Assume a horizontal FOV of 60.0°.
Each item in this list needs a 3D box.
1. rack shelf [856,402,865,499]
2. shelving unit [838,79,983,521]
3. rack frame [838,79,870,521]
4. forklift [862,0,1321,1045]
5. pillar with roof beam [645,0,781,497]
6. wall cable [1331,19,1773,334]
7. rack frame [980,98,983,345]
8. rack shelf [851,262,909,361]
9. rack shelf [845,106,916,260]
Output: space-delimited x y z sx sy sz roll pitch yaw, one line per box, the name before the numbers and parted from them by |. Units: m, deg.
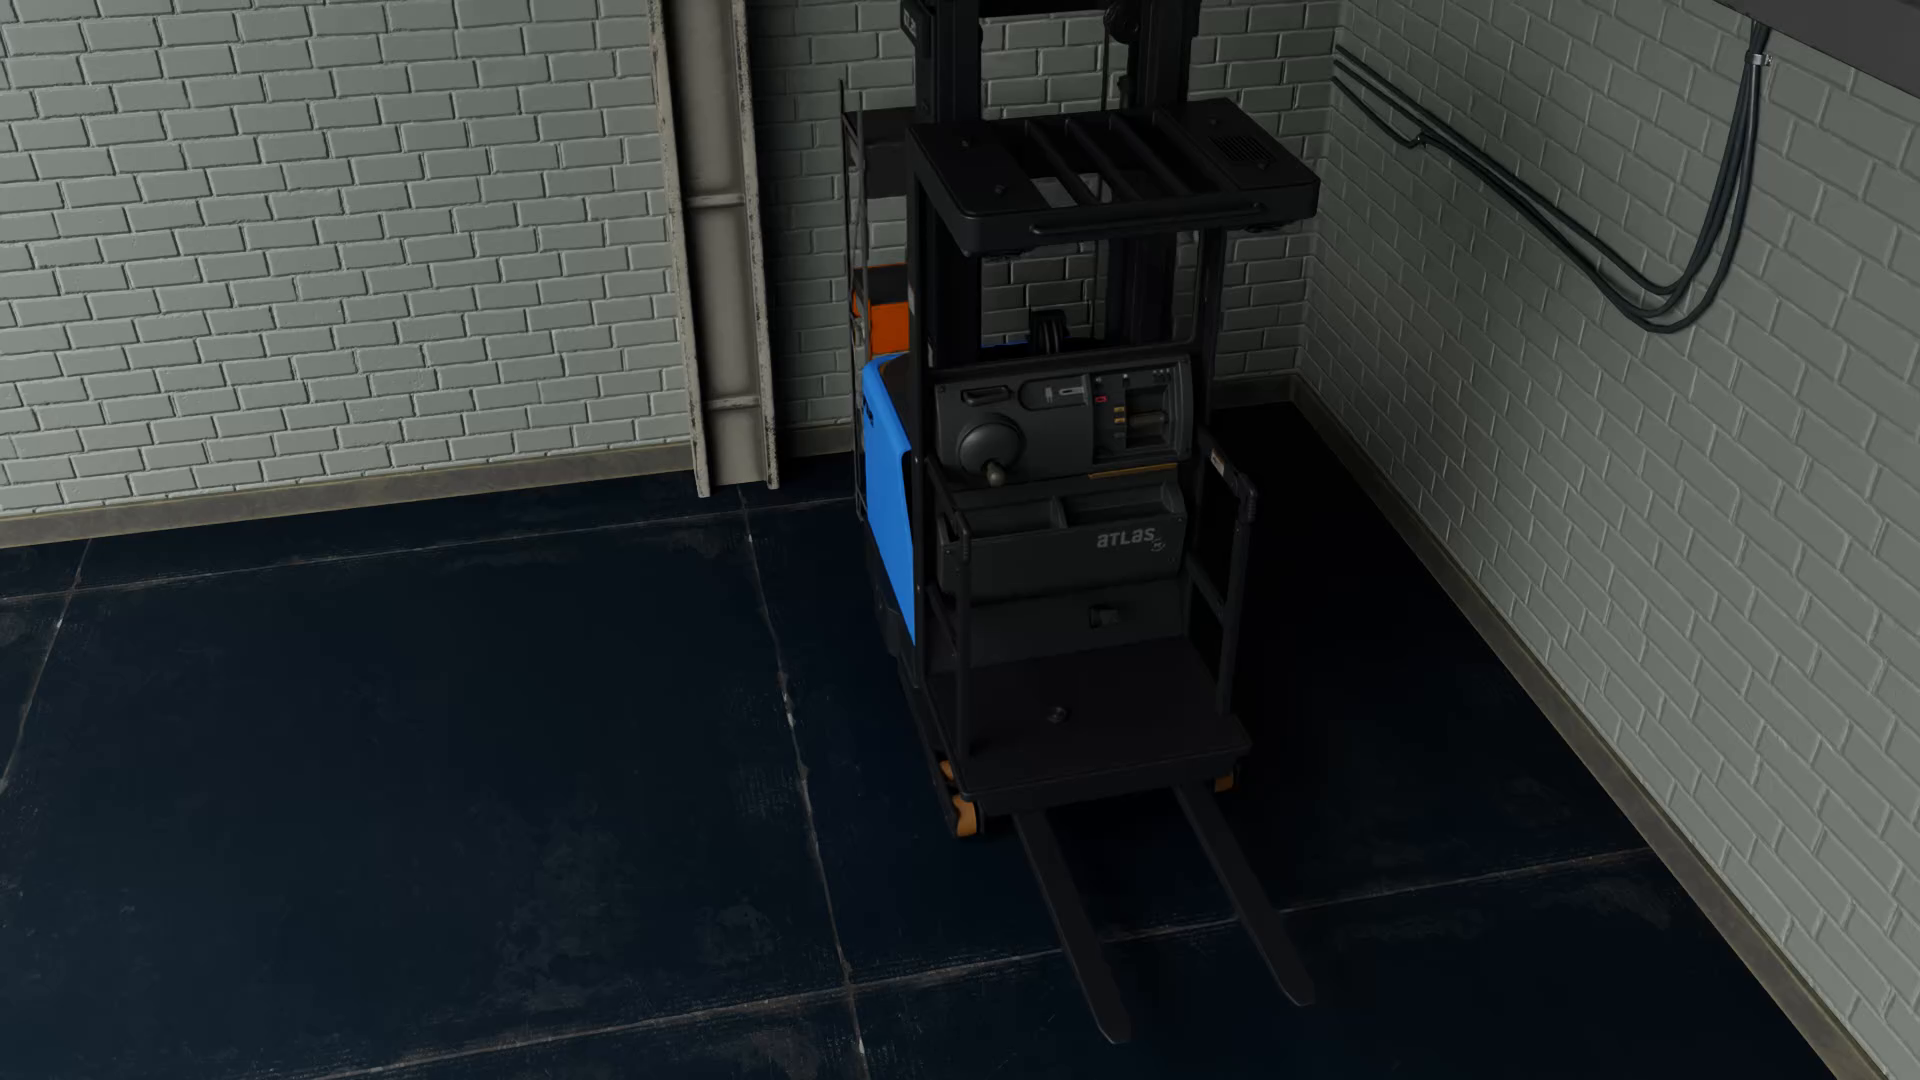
rack shelf | -0.202 -0.343 7.658 0.480 0.518 0.431 -8 35 -12
shelving unit | -0.202 -0.936 7.260 0.503 2.100 0.431 -8 35 -12
rack frame | -0.438 -0.901 7.209 0.015 2.100 0.400 -8 35 -12
forklift | 0.426 -0.361 5.657 1.130 2.935 3.031 -8 35 -12
pillar with roof beam | -0.155 -1.710 2.223 0.400 9.000 9.100 -7 35 -11
wall cable | 2.061 -2.404 6.043 0.112 2.526 3.097 -7 35 -11
rack frame | 0.034 -0.971 7.312 0.015 2.100 0.400 -8 35 -12
rack shelf | -0.202 -0.925 7.268 0.480 0.518 0.431 -8 35 -12
rack shelf | -0.202 -1.506 6.878 0.480 0.518 0.431 -8 35 -12
